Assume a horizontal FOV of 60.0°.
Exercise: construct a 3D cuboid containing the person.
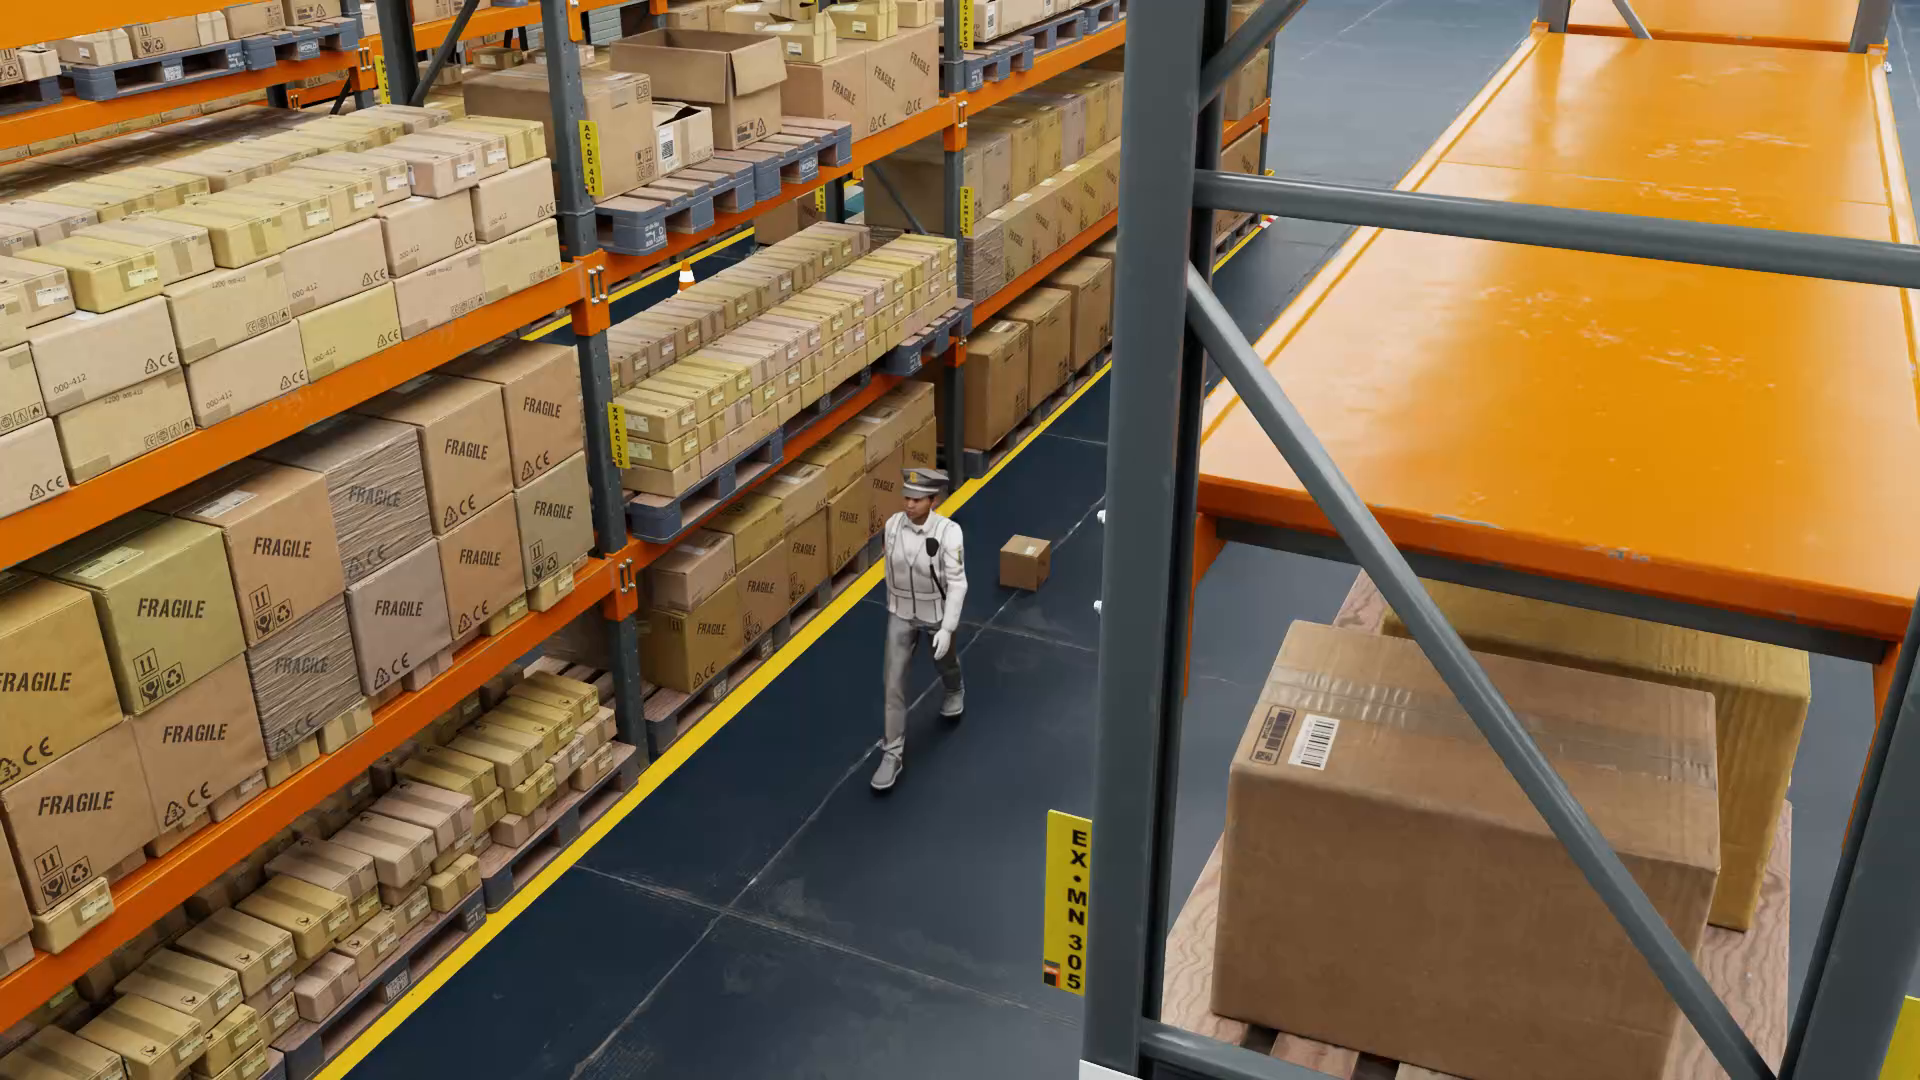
[{"bbox_3d":[-0.195,0.378,8.603,0.490,1.630,1.028,7,27,14],"label":"person"}]
